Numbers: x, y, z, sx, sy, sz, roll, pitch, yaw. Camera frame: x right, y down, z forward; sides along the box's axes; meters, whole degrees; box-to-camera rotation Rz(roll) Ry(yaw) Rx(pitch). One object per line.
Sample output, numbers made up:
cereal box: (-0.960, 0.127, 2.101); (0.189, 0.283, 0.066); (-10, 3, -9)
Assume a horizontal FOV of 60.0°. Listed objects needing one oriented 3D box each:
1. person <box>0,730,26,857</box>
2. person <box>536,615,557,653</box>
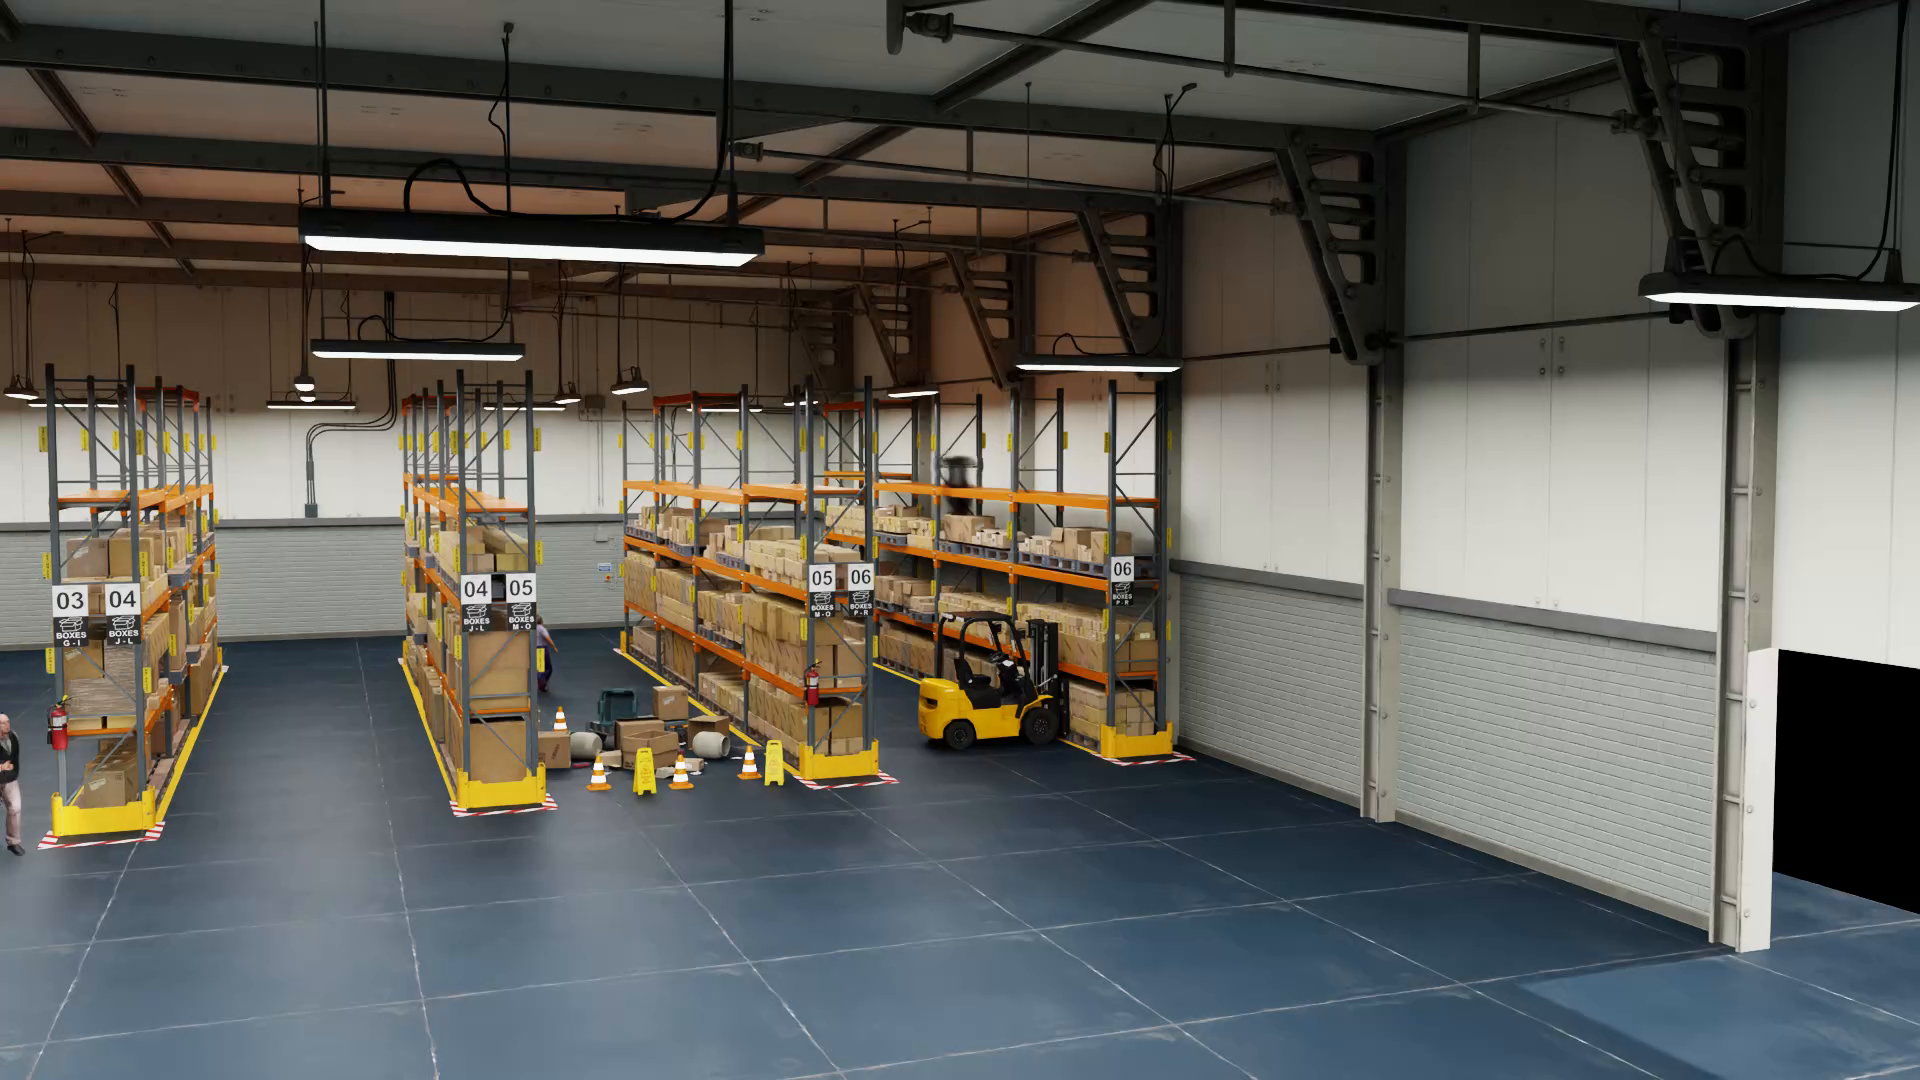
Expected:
person: (-17.633, 2.583, 28.633); (19.407, 1.524, 9.162); (2, 4, 30)
person: (-8.449, 1.902, 33.428); (0.698, 0.771, 0.406); (0, 3, 7)
